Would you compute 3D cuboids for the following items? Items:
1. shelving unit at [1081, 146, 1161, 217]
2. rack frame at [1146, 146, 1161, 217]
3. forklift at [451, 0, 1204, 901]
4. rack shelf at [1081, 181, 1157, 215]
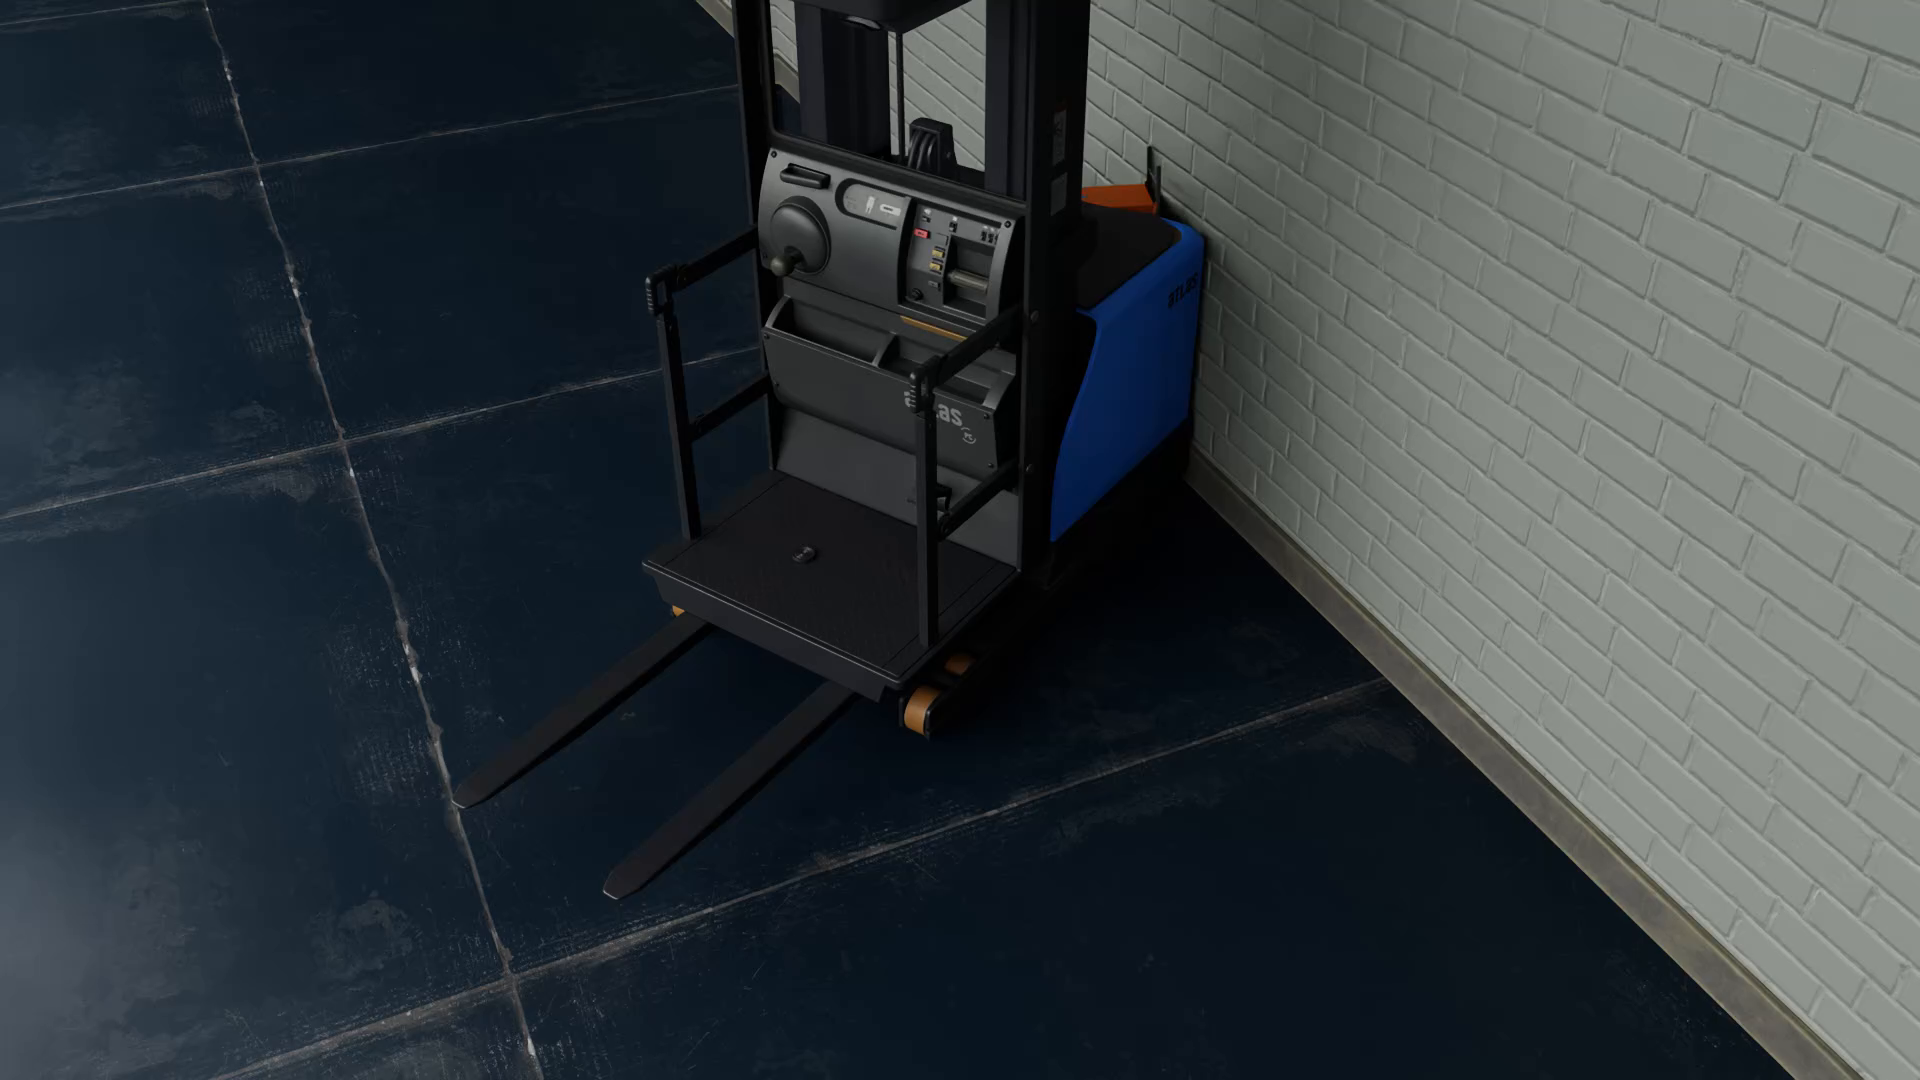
[{"bbox_3d":[0.490,-0.875,6.389,0.503,1.200,0.258,-4,30,-2],"label":"shelving unit"},{"bbox_3d":[0.734,-0.890,6.397,0.015,1.200,0.240,-4,30,-2],"label":"rack frame"},{"bbox_3d":[-0.356,-0.868,4.961,1.130,2.935,3.031,22,42,27],"label":"forklift"},{"bbox_3d":[0.475,-1.213,6.190,0.480,0.148,0.258,-4,30,-2],"label":"rack shelf"}]
